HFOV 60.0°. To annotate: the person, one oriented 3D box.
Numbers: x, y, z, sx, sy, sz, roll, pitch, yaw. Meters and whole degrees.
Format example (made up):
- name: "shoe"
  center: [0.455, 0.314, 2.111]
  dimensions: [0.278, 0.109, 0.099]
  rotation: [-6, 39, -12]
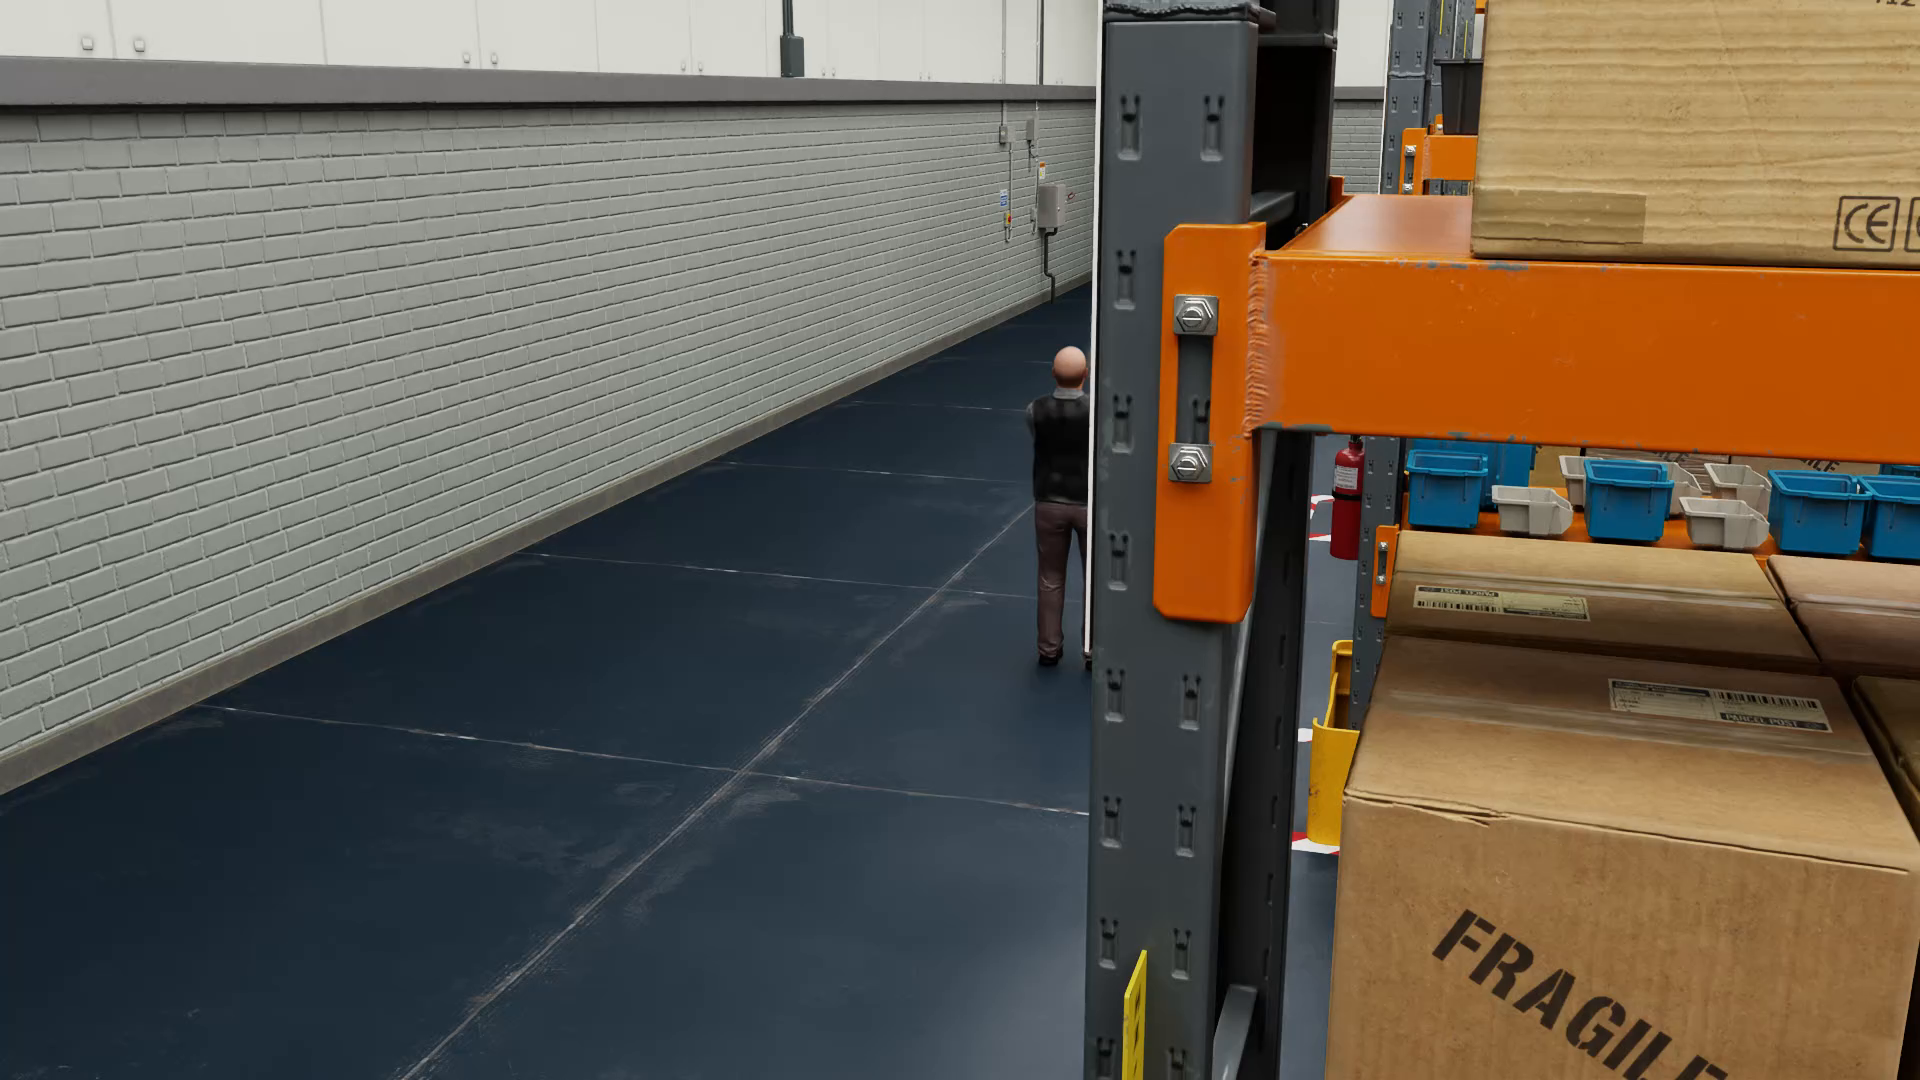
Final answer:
- name: "person"
  center: [0.612, -0.191, 8.800]
  dimensions: [0.494, 1.712, 0.559]
  rotation: [4, 16, 16]
